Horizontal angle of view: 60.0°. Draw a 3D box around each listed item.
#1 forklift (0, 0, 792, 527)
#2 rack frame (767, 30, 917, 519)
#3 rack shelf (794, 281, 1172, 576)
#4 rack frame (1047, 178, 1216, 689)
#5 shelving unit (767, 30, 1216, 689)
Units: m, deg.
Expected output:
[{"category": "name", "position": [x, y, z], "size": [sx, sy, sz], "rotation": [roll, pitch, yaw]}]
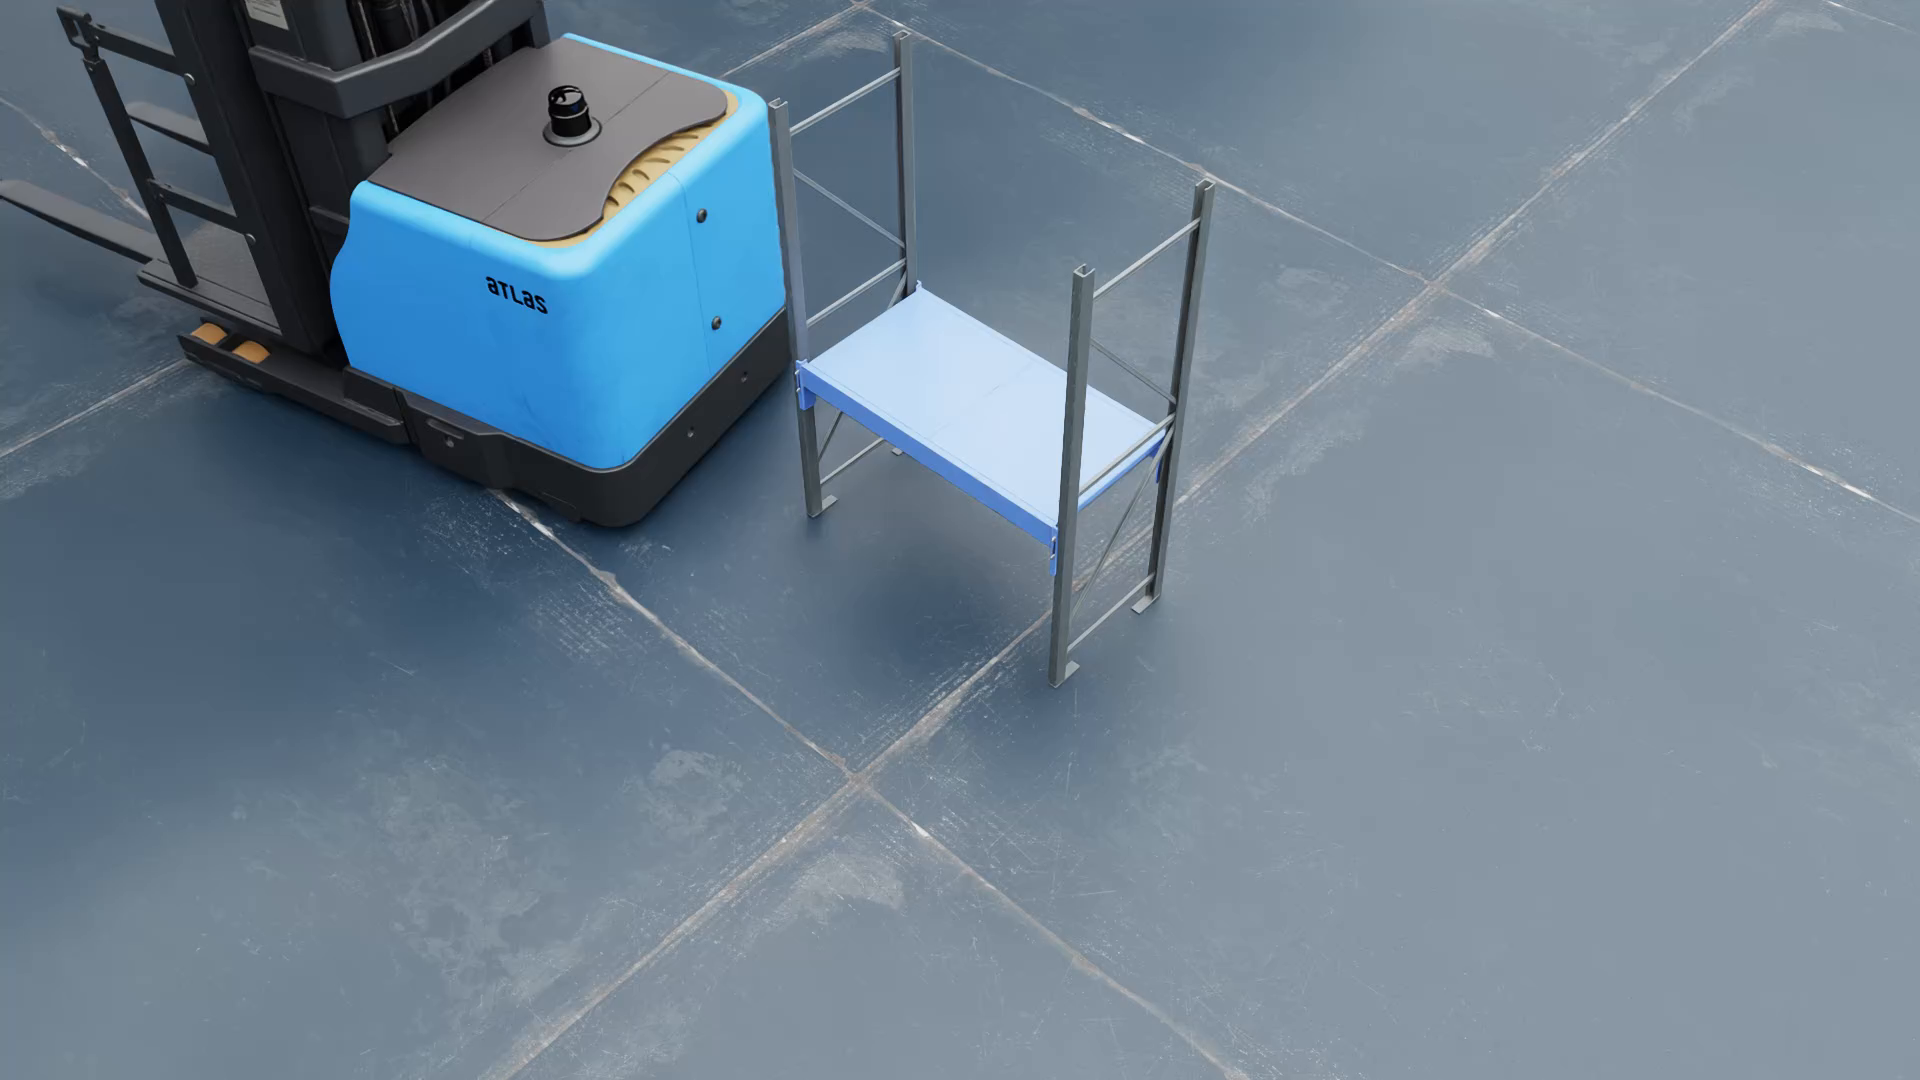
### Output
[{"category": "forklift", "position": [-2.108, -1.836, 4.963], "size": [3.031, 2.935, 1.130], "rotation": [22, 51, 19]}, {"category": "rack frame", "position": [-0.311, -0.723, 4.900], "size": [0.032, 1.500, 0.500], "rotation": [34, 55, 28]}, {"category": "rack shelf", "position": [0.063, -0.348, 4.795], "size": [1.000, 0.185, 0.538], "rotation": [34, 55, 28]}, {"category": "rack frame", "position": [0.436, -0.220, 4.428], "size": [0.032, 1.500, 0.500], "rotation": [34, 55, 28]}, {"category": "shelving unit", "position": [0.063, -0.471, 4.664], "size": [1.048, 1.500, 0.538], "rotation": [34, 55, 28]}]
